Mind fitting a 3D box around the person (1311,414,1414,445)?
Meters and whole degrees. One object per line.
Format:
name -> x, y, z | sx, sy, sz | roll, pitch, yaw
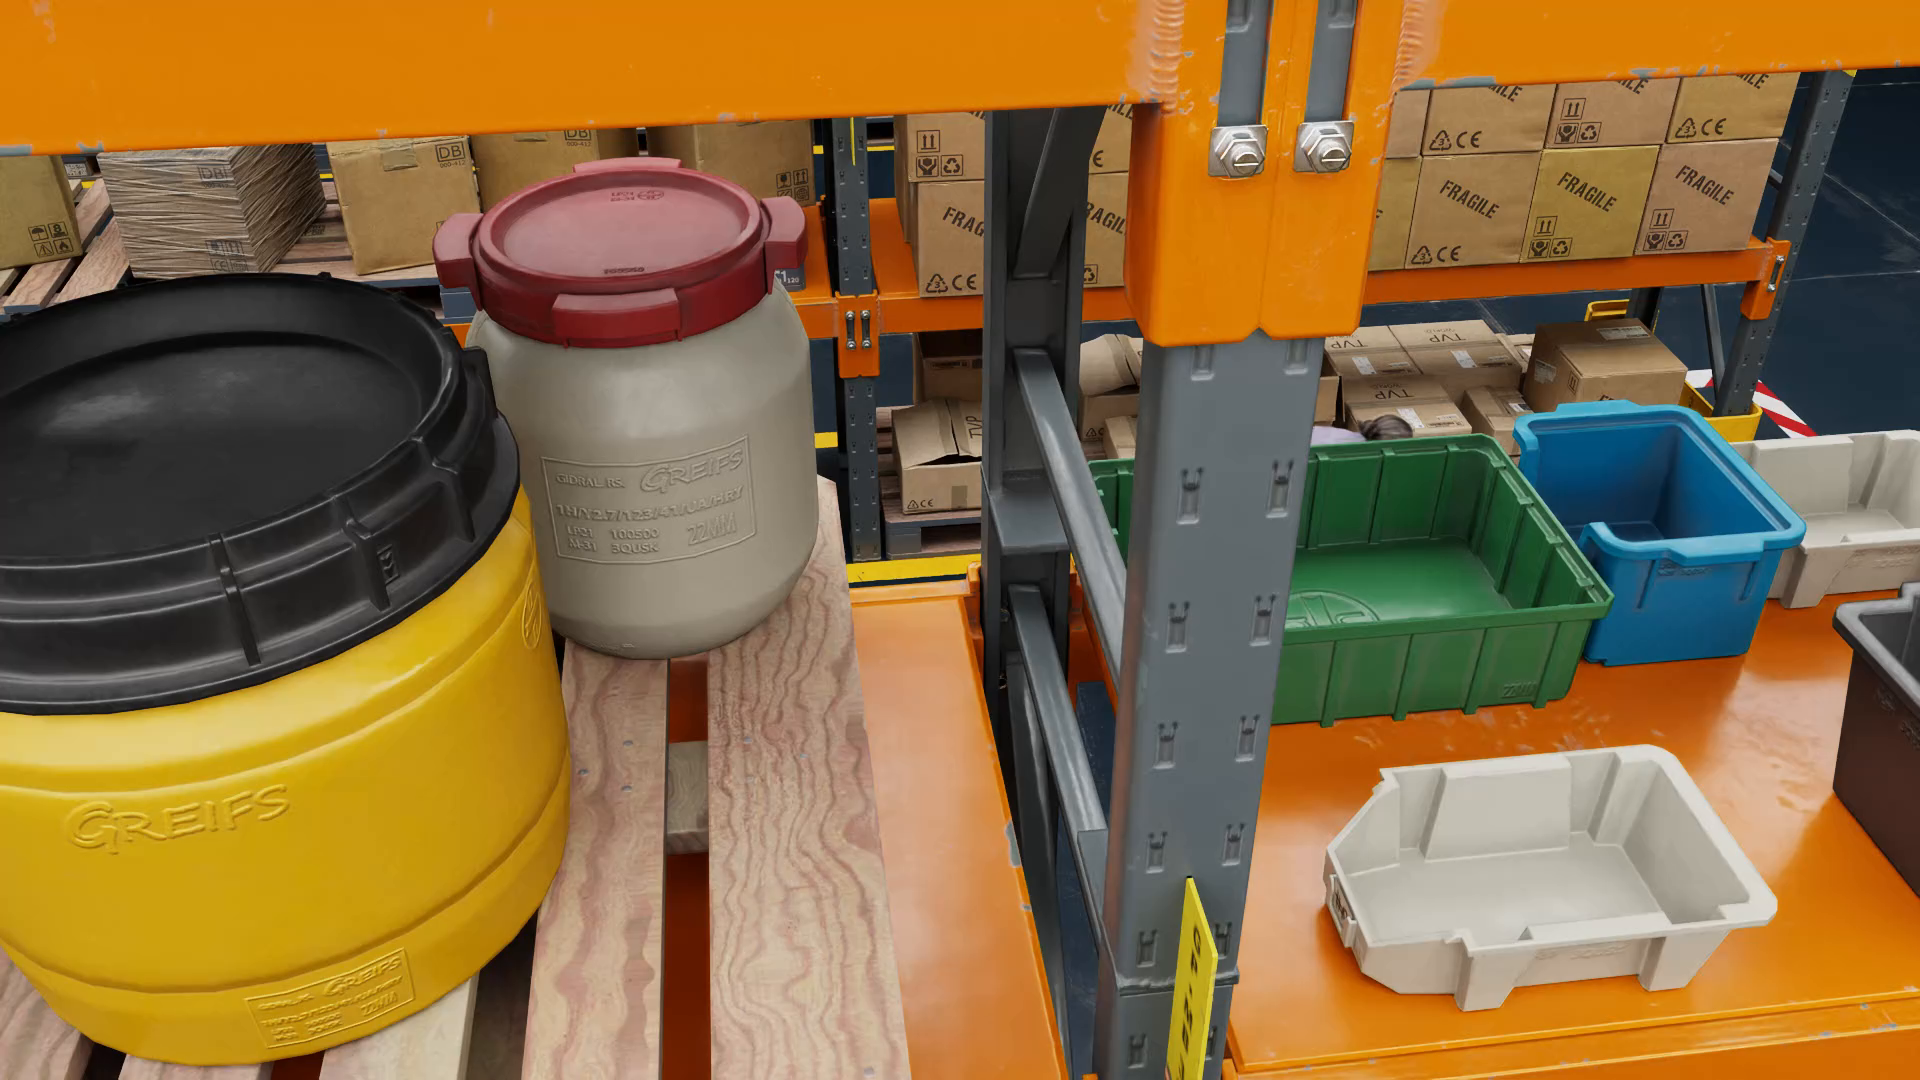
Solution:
person -> 1.300, 0.044, 6.557 | 0.877, 1.124, 0.483 | -6, 35, -8
